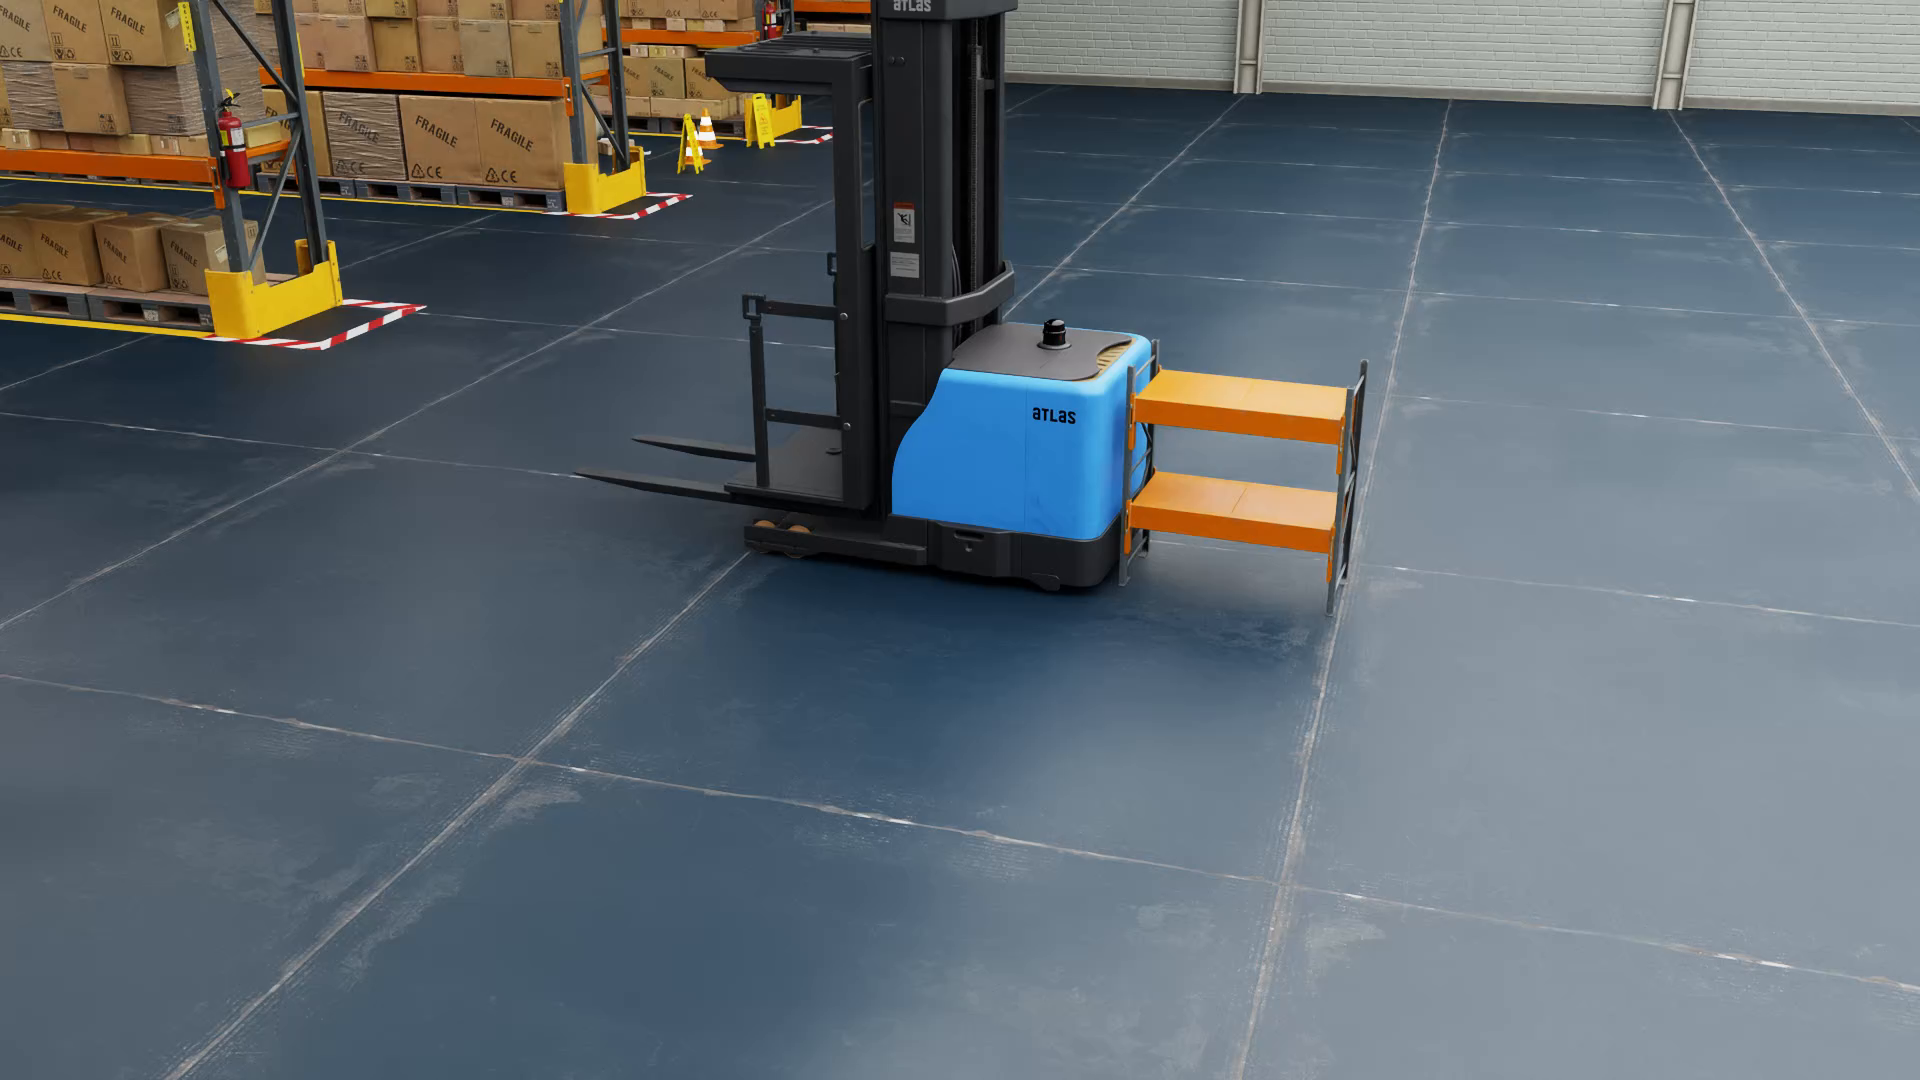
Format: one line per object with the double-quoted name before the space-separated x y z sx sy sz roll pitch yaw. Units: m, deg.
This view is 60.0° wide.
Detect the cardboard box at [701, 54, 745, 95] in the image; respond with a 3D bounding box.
"cardboard box" -3.072 -6.165 21.929 0.500 0.500 0.500 6 23 14

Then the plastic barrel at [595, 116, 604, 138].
"plastic barrel" -4.772 -5.189 20.862 0.512 0.421 0.421 -14 26 -30

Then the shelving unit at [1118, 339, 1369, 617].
"shelving unit" 1.361 -0.314 8.053 1.048 1.125 0.538 8 24 19

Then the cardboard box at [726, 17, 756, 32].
"cardboard box" -2.777 -6.552 21.121 0.250 0.149 0.380 7 23 17

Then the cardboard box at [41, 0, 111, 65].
"cardboard box" -6.298 -3.774 12.176 0.500 0.500 0.500 7 23 16

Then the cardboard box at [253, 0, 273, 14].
"cardboard box" -7.176 -5.850 17.457 0.550 0.550 0.875 7 23 16

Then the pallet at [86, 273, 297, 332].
"pallet" -6.060 -1.924 13.183 1.213 0.211 1.003 7 23 16

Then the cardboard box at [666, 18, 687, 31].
"cardboard box" -3.546 -6.592 21.219 0.250 0.149 0.380 7 23 16

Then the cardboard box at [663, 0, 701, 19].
"cardboard box" -3.434 -6.904 21.126 0.500 0.500 0.500 7 23 16

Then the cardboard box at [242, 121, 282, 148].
"cardboard box" -5.423 -3.106 12.720 0.250 0.149 0.380 7 23 16

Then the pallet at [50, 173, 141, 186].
"pallet" -9.452 -4.234 18.813 1.213 0.211 1.003 7 23 16

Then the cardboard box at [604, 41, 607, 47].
"cardboard box" -6.000 -8.184 27.344 0.625 0.625 0.875 6 23 15

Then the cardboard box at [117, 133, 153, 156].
"cardboard box" -6.045 -2.980 12.414 0.250 0.149 0.380 7 23 16

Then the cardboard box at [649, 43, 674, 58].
"cardboard box" -3.810 -6.311 21.431 0.250 0.149 0.380 7 23 16

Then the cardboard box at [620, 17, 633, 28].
"cardboard box" -4.234 -6.726 21.546 0.250 0.149 0.380 7 23 16

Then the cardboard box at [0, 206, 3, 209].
"cardboard box" -8.127 -2.462 13.560 0.500 0.500 0.500 15 27 32

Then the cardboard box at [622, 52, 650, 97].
"cardboard box" -4.181 -6.081 21.723 0.500 0.500 0.500 6 23 14

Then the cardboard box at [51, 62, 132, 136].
"cardboard box" -6.251 -3.369 12.508 0.500 0.500 0.875 7 23 16

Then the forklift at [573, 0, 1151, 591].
"forklift" -0.583 -1.439 8.416 3.031 2.935 1.130 8 24 19

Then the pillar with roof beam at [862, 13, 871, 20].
"pillar with roof beam" -2.576 -10.124 21.593 0.400 9.000 9.100 7 23 16

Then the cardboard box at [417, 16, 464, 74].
"cardboard box" -5.091 -5.148 17.170 0.550 0.550 0.875 7 23 16

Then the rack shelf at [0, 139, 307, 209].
"rack shelf" -7.134 -2.990 13.056 4.000 0.370 1.077 7 23 16

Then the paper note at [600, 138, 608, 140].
"paper note" -4.514 -5.128 21.231 0.148 0.019 0.142 -1 22 -3

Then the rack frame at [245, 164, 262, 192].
"rack frame" -7.519 -5.333 17.820 0.127 3.000 1.000 7 23 16

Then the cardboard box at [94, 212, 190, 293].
"cardboard box" -6.395 -2.269 13.090 0.500 0.500 0.500 13 26 29

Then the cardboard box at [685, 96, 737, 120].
"cardboard box" -3.231 -5.620 21.589 0.500 0.250 0.500 6 23 15

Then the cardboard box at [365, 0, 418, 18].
"cardboard box" -5.629 -5.667 17.013 0.500 0.550 0.875 7 23 16

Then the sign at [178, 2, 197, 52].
"sign" -5.399 -3.586 11.619 0.005 0.325 0.100 7 23 16

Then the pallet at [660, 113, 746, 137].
"pallet" -3.197 -5.525 21.960 1.213 0.211 1.003 7 23 16

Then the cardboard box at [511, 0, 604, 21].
"cardboard box" -4.034 -5.519 16.651 0.550 0.550 0.875 7 23 16

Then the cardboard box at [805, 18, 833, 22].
"cardboard box" -2.287 -8.127 26.382 0.500 0.250 0.500 6 23 15

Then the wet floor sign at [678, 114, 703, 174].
"wet floor sign" -3.090 -4.522 18.944 0.232 0.644 0.267 3 22 6

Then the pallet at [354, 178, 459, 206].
"pallet" -5.642 -3.799 17.752 1.213 0.211 1.003 7 23 15

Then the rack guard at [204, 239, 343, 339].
"rack guard" -5.292 -1.956 12.879 0.348 0.500 1.175 7 23 16

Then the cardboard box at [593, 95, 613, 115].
"cardboard box" -4.676 -5.791 22.005 0.500 0.250 0.500 6 23 15

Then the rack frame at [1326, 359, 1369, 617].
"rack frame" 1.838 -0.247 7.890 0.032 1.125 0.500 8 24 19

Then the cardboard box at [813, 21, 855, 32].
"cardboard box" -1.948 -7.884 25.790 0.500 0.250 0.500 7 23 16

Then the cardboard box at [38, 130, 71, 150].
"cardboard box" -6.753 -3.075 12.645 0.250 0.149 0.380 7 23 16

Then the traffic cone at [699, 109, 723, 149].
"traffic cone" -3.141 -5.109 20.616 0.334 0.463 0.336 7 23 16

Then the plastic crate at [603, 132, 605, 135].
"plastic crate" -4.920 -5.322 21.640 0.583 0.080 0.402 -1 22 -3

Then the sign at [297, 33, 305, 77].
"sign" -5.063 -3.702 12.701 0.005 0.325 0.100 7 23 16

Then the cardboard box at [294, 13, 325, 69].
"cardboard box" -6.630 -5.315 17.576 0.550 0.550 0.875 7 23 16

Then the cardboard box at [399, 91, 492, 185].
"cardboard box" -5.201 -4.252 17.430 0.875 0.875 0.875 6 23 15
